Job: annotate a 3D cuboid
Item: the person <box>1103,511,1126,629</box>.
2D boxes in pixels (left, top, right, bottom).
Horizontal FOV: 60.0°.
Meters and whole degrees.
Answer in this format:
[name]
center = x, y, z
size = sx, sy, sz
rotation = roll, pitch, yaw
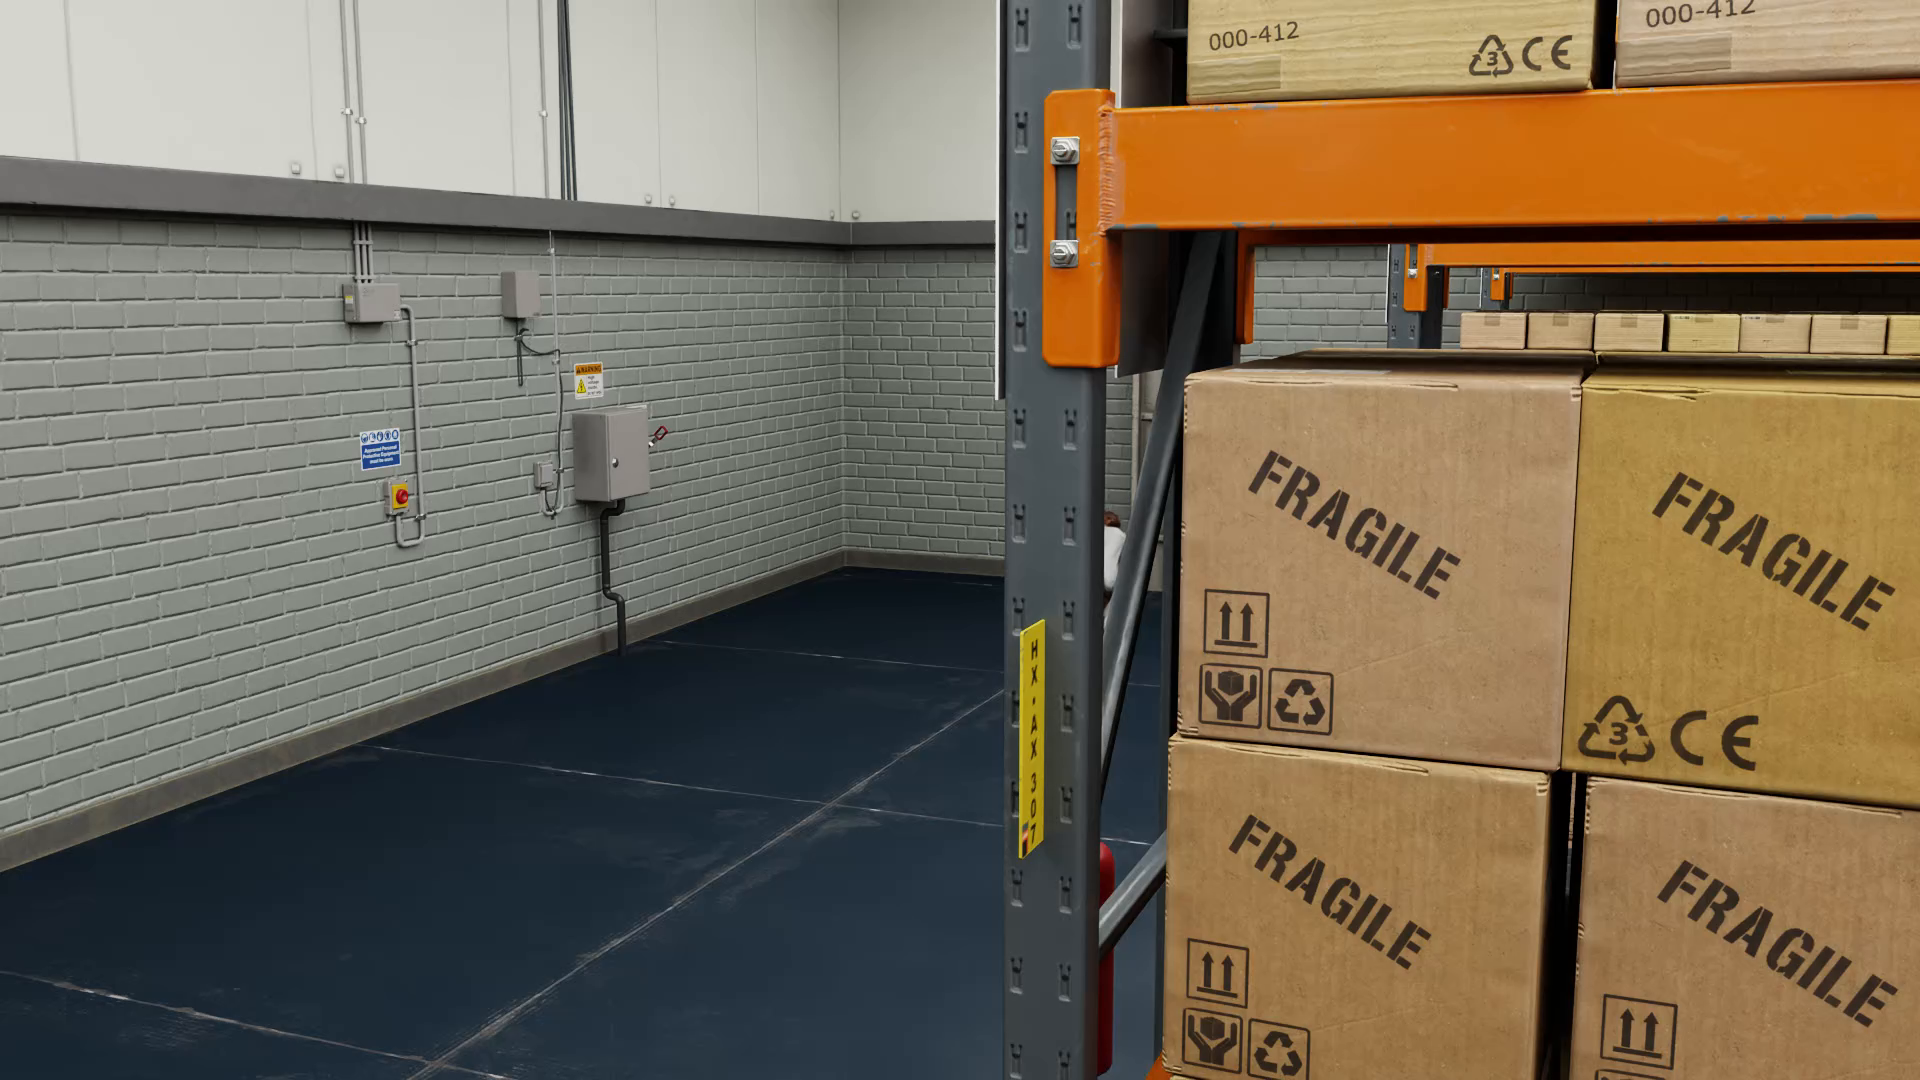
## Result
[person]
center = 1.091, 0.229, 12.687
size = 0.483, 0.823, 0.801
rotation = 3, 9, 21
